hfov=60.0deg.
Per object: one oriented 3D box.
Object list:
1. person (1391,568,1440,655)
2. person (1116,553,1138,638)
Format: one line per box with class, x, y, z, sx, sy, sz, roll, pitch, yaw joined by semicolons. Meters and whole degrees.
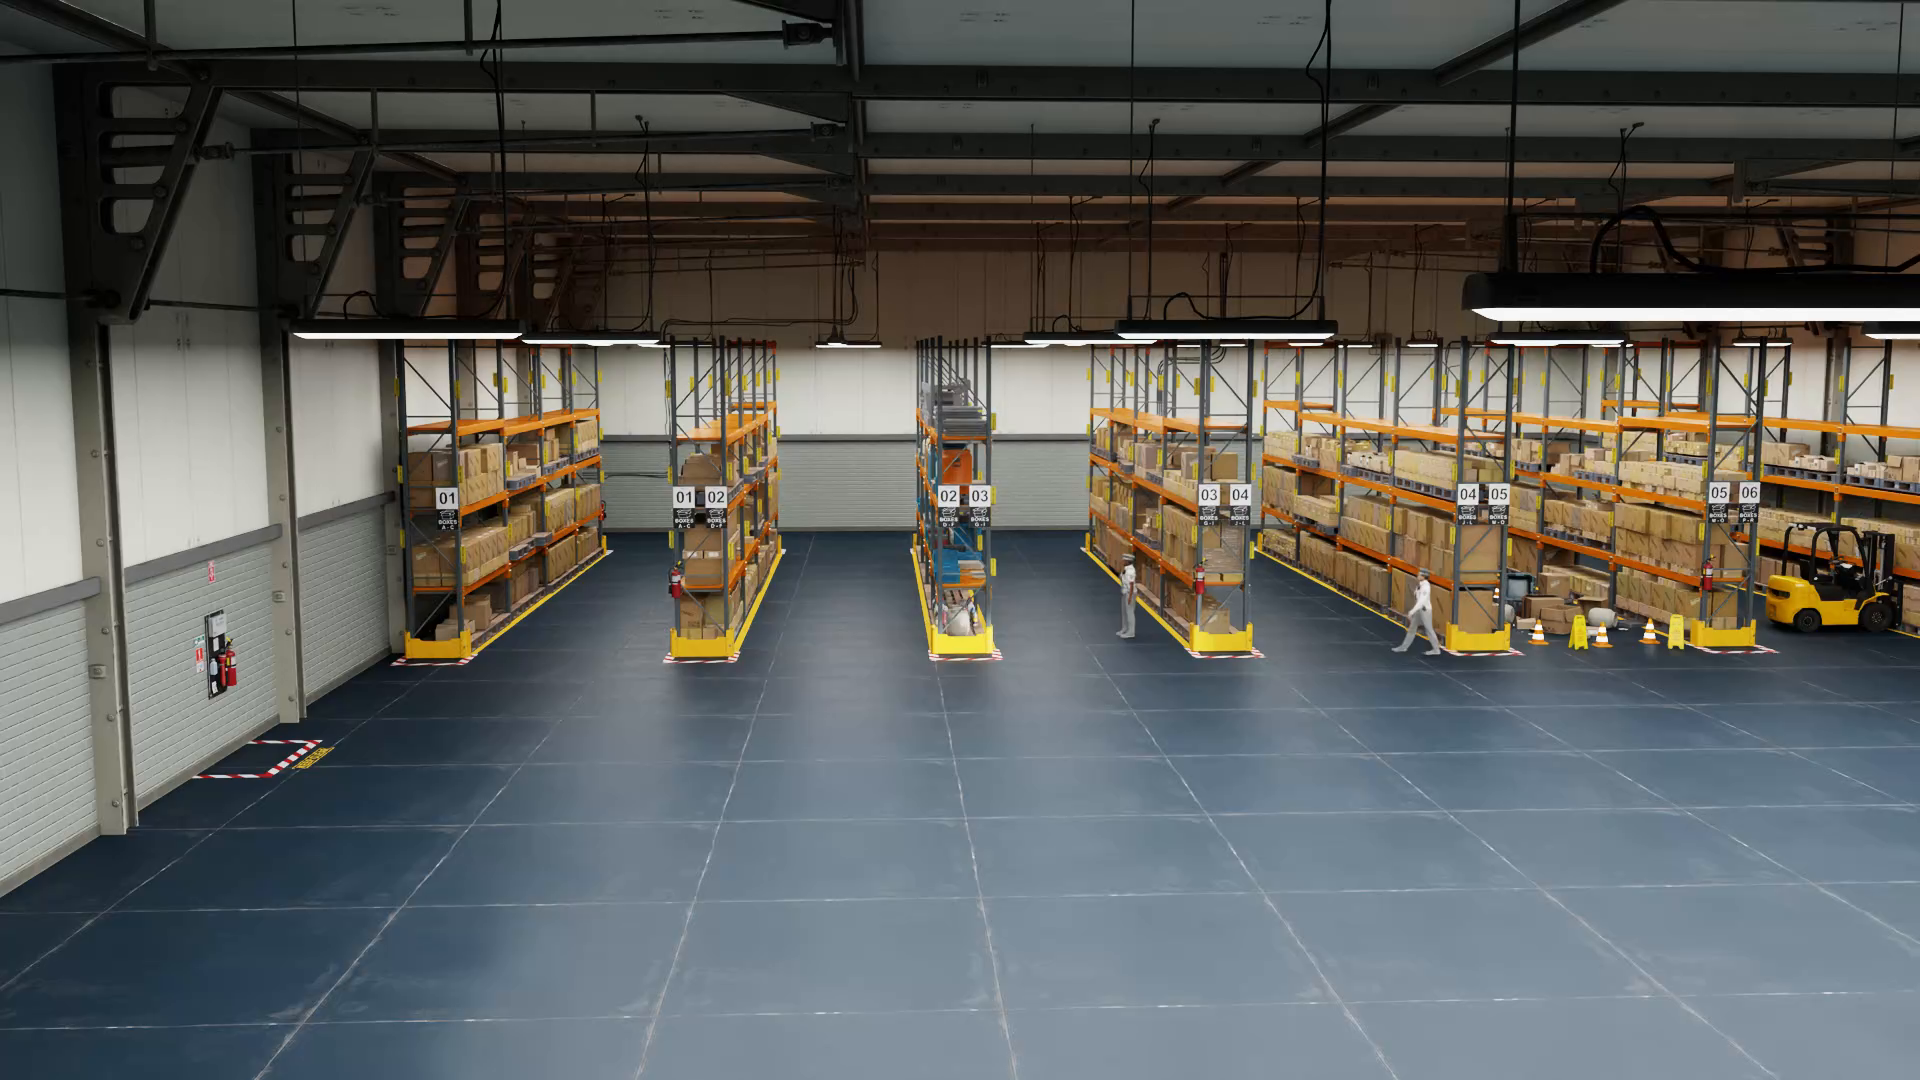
person;8.615;1.337;31.301;0.860;1.648;0.513;1;7;5
person;3.351;1.100;33.331;0.401;1.679;0.509;-1;7;-5
